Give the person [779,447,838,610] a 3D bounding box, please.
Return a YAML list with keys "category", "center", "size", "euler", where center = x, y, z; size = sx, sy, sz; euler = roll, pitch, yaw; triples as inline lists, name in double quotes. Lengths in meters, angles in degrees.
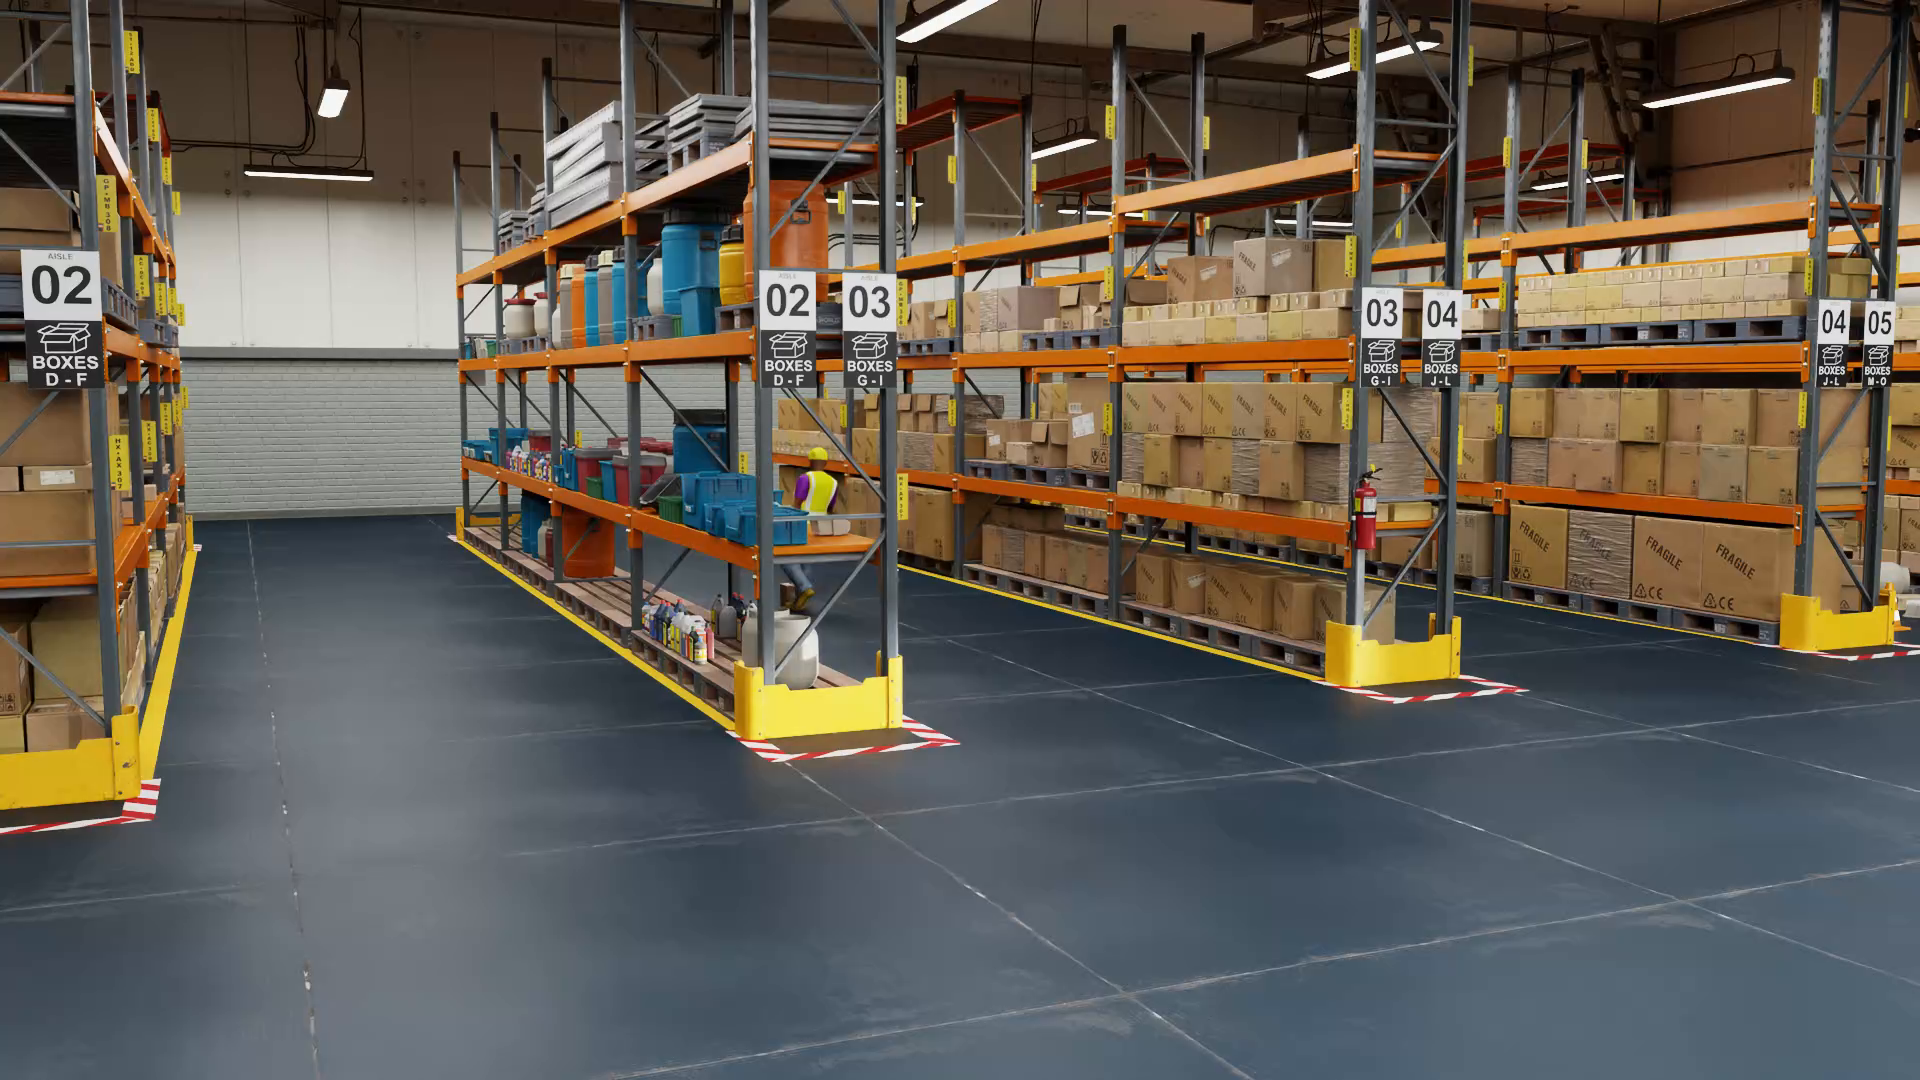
- category: "person"
  center: [-1.673, -0.118, 17.805]
  size: [0.663, 1.759, 0.618]
  euler: [-5, 7, -43]
